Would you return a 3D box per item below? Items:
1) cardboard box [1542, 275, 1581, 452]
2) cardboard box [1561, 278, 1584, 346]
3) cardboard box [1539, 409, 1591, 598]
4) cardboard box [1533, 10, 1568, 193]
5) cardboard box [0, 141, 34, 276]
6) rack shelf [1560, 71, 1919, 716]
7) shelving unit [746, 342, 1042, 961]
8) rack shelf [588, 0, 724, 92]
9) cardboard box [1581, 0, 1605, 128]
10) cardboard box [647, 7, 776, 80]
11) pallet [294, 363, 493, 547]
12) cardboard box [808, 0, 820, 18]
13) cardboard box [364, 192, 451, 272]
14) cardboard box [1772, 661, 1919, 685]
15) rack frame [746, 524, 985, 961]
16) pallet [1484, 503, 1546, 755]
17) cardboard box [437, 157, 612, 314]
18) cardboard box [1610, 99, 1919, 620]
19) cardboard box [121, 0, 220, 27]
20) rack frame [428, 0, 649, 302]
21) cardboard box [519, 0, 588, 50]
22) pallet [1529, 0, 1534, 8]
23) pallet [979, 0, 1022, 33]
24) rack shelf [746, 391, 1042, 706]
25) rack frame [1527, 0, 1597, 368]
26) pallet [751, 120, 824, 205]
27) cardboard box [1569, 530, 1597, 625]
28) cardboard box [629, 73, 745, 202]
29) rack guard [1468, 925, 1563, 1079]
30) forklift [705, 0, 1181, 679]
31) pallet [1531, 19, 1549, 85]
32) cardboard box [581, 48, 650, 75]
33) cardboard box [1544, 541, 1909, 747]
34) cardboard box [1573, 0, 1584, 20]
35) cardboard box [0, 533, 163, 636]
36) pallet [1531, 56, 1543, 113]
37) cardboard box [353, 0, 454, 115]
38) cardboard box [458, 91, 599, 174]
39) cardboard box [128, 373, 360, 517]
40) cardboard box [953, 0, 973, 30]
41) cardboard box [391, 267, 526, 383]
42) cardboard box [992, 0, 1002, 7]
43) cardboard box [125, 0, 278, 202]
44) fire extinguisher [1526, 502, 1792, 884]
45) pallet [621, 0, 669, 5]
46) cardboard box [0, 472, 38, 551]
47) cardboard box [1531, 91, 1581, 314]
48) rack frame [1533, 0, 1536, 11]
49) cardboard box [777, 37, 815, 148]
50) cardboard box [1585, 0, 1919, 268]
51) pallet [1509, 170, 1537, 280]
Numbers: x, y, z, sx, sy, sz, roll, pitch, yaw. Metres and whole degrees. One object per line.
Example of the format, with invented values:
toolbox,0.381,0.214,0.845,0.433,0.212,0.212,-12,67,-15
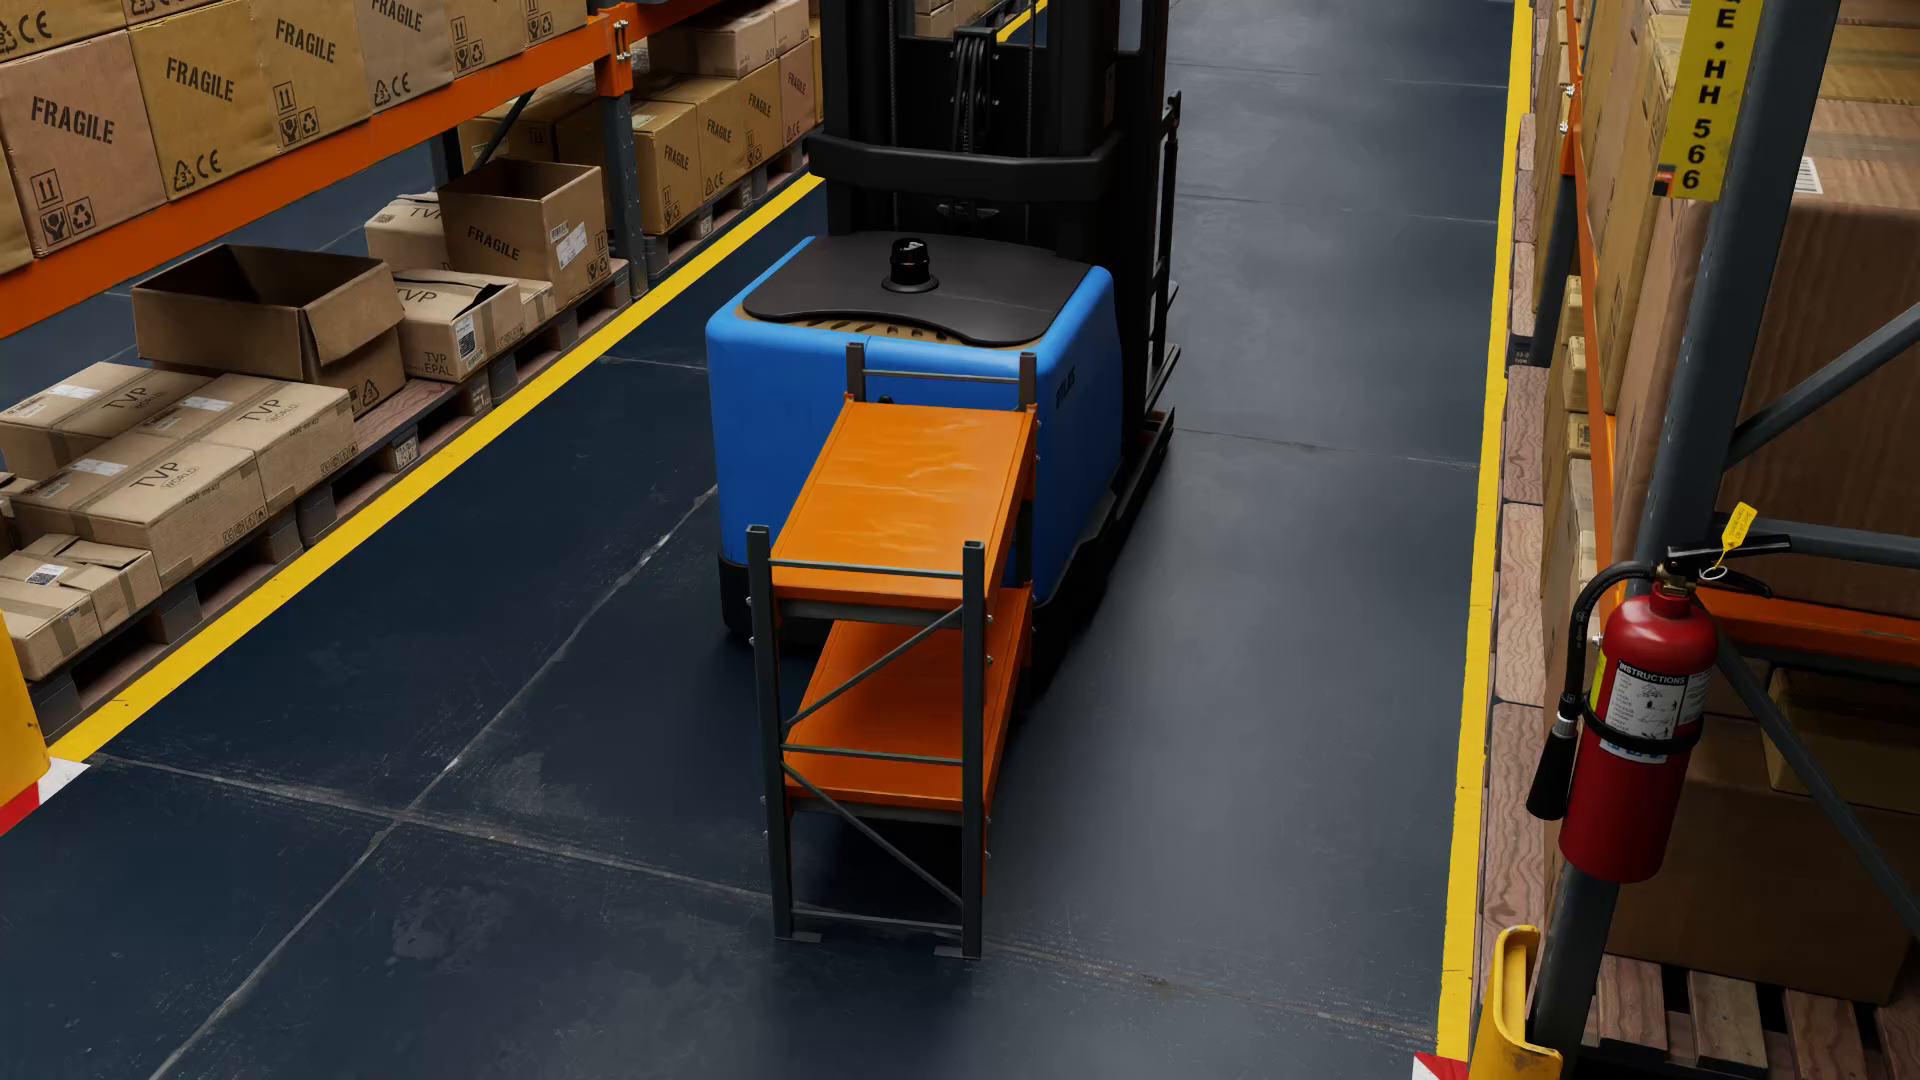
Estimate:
cardboard box,2.455,-0.575,5.837,0.700,0.500,0.500,9,30,16
cardboard box,2.180,-0.725,5.440,0.380,0.149,0.250,10,30,17
cardboard box,2.152,-0.104,4.990,0.700,0.500,0.500,9,30,16
cardboard box,3.342,-2.190,8.381,0.750,0.750,0.750,8,30,15
cardboard box,-2.756,-0.875,4.135,0.500,0.500,0.500,9,30,16
rack shelf,2.186,-0.573,4.434,1.077,0.370,4.000,8,30,15
shelving unit,-0.124,0.239,4.163,0.538,1.125,1.048,4,29,7
rack shelf,-1.377,-3.137,9.043,1.077,0.370,4.000,8,30,15
cardboard box,2.598,-1.698,5.408,0.980,0.700,0.700,9,30,16
cardboard box,-1.295,-2.604,8.693,0.500,0.250,0.500,9,30,15
pallet,-2.523,-0.415,6.280,1.003,0.211,1.213,8,30,15
cardboard box,-0.852,-3.313,9.968,0.500,0.250,0.500,10,31,17
cardboard box,-2.294,-1.375,7.449,0.500,0.311,0.500,8,30,15
cardboard box,2.011,0.179,3.814,0.380,0.149,0.250,9,30,15
rack frame,-0.198,0.484,3.723,0.500,1.125,0.032,4,29,7
pallet,2.119,0.313,4.970,1.003,0.211,1.213,8,30,15
cardboard box,-1.860,-1.316,7.150,0.500,0.500,0.500,8,30,15
cardboard box,1.739,-0.327,2.944,0.980,0.700,0.700,10,31,17
cardboard box,-2.458,-1.788,4.747,0.500,0.500,0.500,9,30,16
rack frame,-1.964,-2.522,7.198,1.000,3.000,0.127,8,30,15
cardboard box,-1.865,-2.297,6.690,0.500,0.500,0.500,9,30,16
pallet,5.284,-4.633,13.861,1.003,0.211,1.213,8,30,15
pallet,-0.151,-4.104,12.911,1.003,0.211,1.213,8,30,15
rack shelf,-0.124,-0.016,4.020,0.538,0.278,1.000,4,29,7
rack frame,2.773,-1.817,5.930,1.000,3.000,0.127,8,30,15
pallet,-1.405,-2.255,9.587,1.003,0.211,1.213,8,30,15
cardboard box,1.646,0.123,3.915,0.380,0.149,0.250,9,30,16
cardboard box,-1.443,-2.061,8.488,0.500,0.500,0.500,9,30,16
rack guard,1.592,1.146,3.176,1.175,0.500,0.348,8,30,15
forklift,0.187,-1.573,5.563,1.130,2.935,3.031,9,30,15
pallet,4.538,-3.385,11.618,1.003,0.211,1.213,8,30,15
cardboard box,-1.792,-2.353,9.014,0.500,0.500,0.500,9,30,15
cardboard box,1.855,0.379,4.123,0.700,0.500,0.500,8,30,15
cardboard box,2.793,-2.279,6.999,0.380,0.149,0.250,9,30,15
cardboard box,-2.613,0.121,4.908,0.380,0.166,0.250,8,30,15
pallet,4.178,-2.820,10.602,1.003,0.211,1.213,8,30,15
cardboard box,-2.164,-1.818,5.829,0.500,0.500,0.500,9,30,16
cardboard box,-2.093,-1.892,8.184,0.500,0.500,0.500,8,30,15
cardboard box,-2.414,-0.330,5.634,0.500,0.250,0.500,8,30,15
cardboard box,-0.208,-3.798,11.888,0.500,0.250,0.500,8,30,13
cardboard box,-2.080,-0.885,6.569,0.500,0.311,0.500,8,30,15
cardboard box,0.089,-4.278,12.752,0.500,0.250,0.500,9,30,16
cardboard box,-2.459,-1.349,4.986,0.500,0.500,0.500,8,30,15
fire extinguisher,1.113,0.243,2.690,0.296,0.674,0.183,8,30,15
pallet,-1.625,-2.794,7.884,1.003,0.211,1.213,8,30,15
cardboard box,-3.009,-0.080,5.270,0.380,0.166,0.250,8,30,15
cardboard box,2.839,-1.381,6.927,0.750,0.750,0.750,9,30,15
rack frame,5.121,-5.534,12.613,1.000,3.000,0.127,8,30,15
cardboard box,-1.140,-2.527,9.326,0.500,0.500,0.500,7,30,13
cardboard box,2.174,-1.020,4.189,0.980,0.700,0.700,7,30,12
pallet,3.284,-1.536,8.294,1.003,0.211,1.213,8,30,15
